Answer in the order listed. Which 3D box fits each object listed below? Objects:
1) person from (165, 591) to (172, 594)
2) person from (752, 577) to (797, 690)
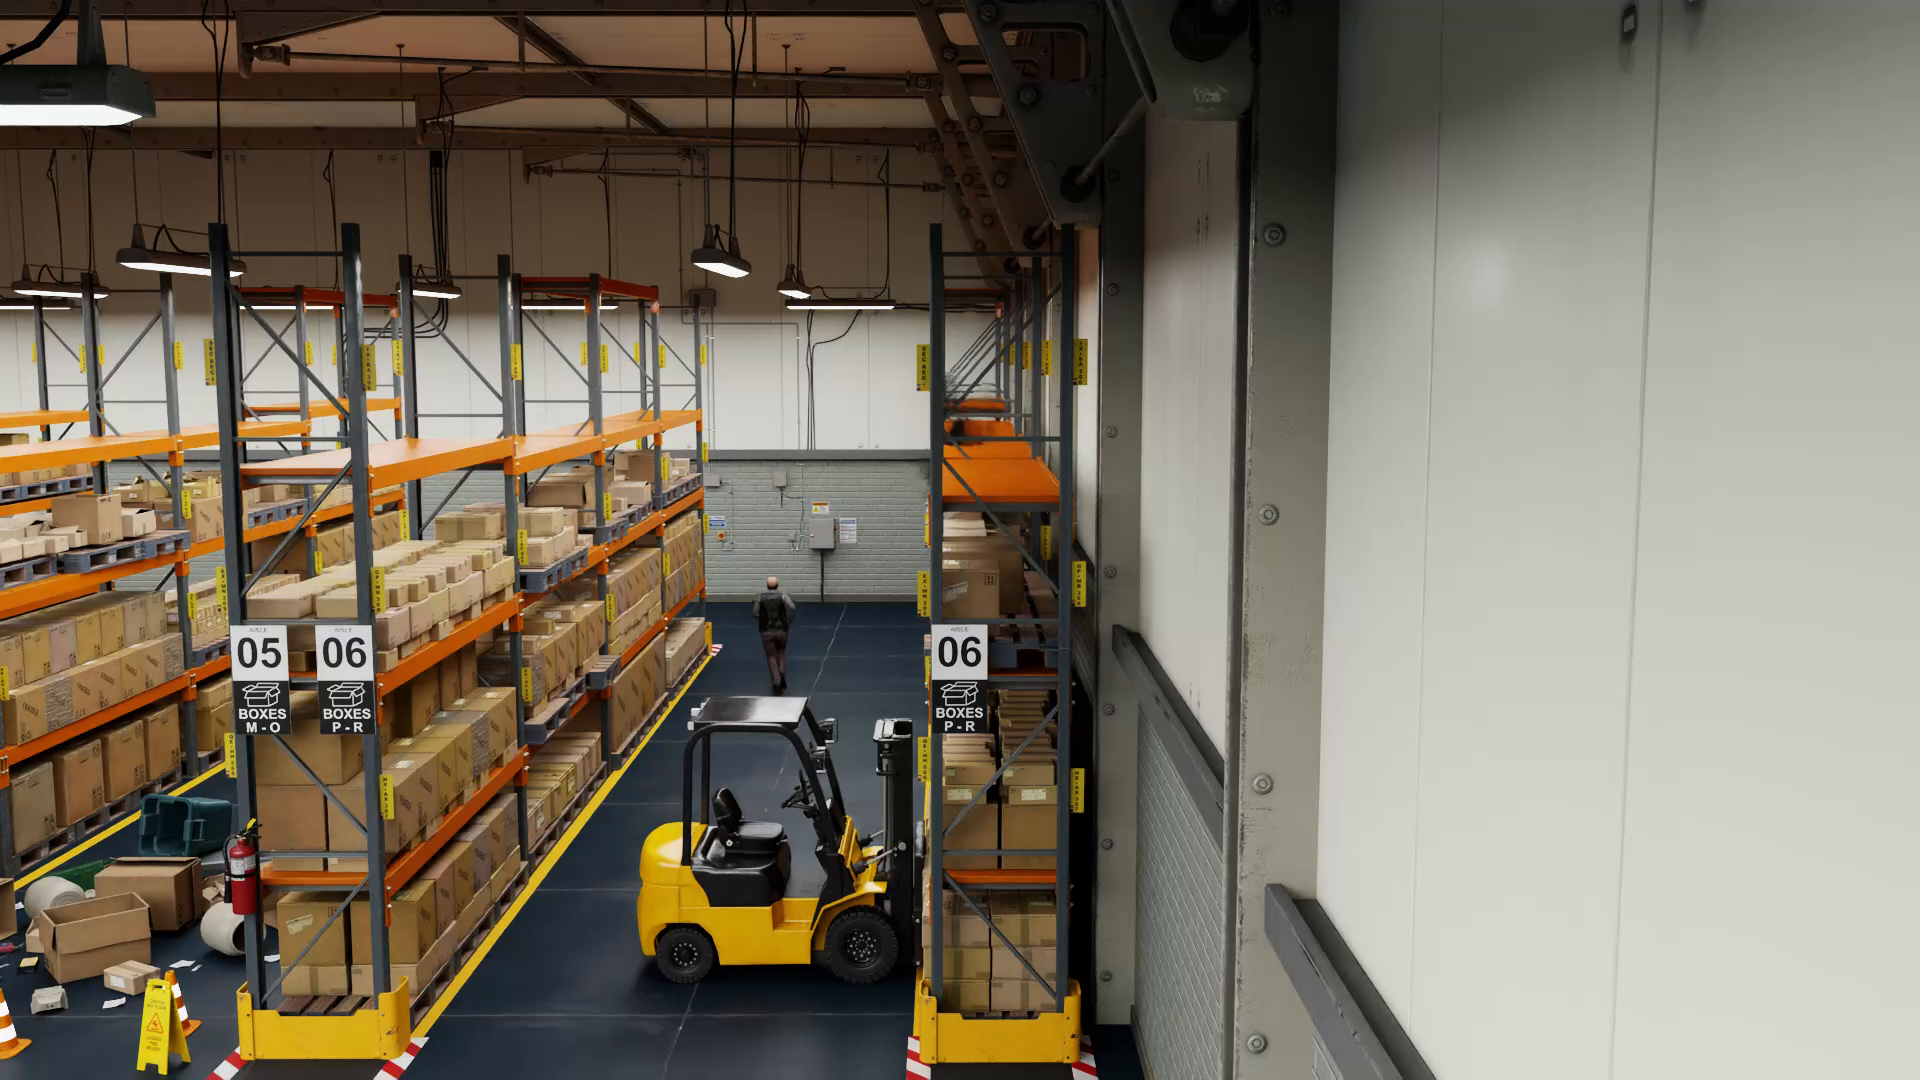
[{"bbox_3d":[-11.451,1.517,24.483,0.706,1.614,0.848,0,7,4],"label":"person"},{"bbox_3d":[-2.794,1.419,24.951,0.642,1.738,0.775,-2,7,-14],"label":"person"}]
